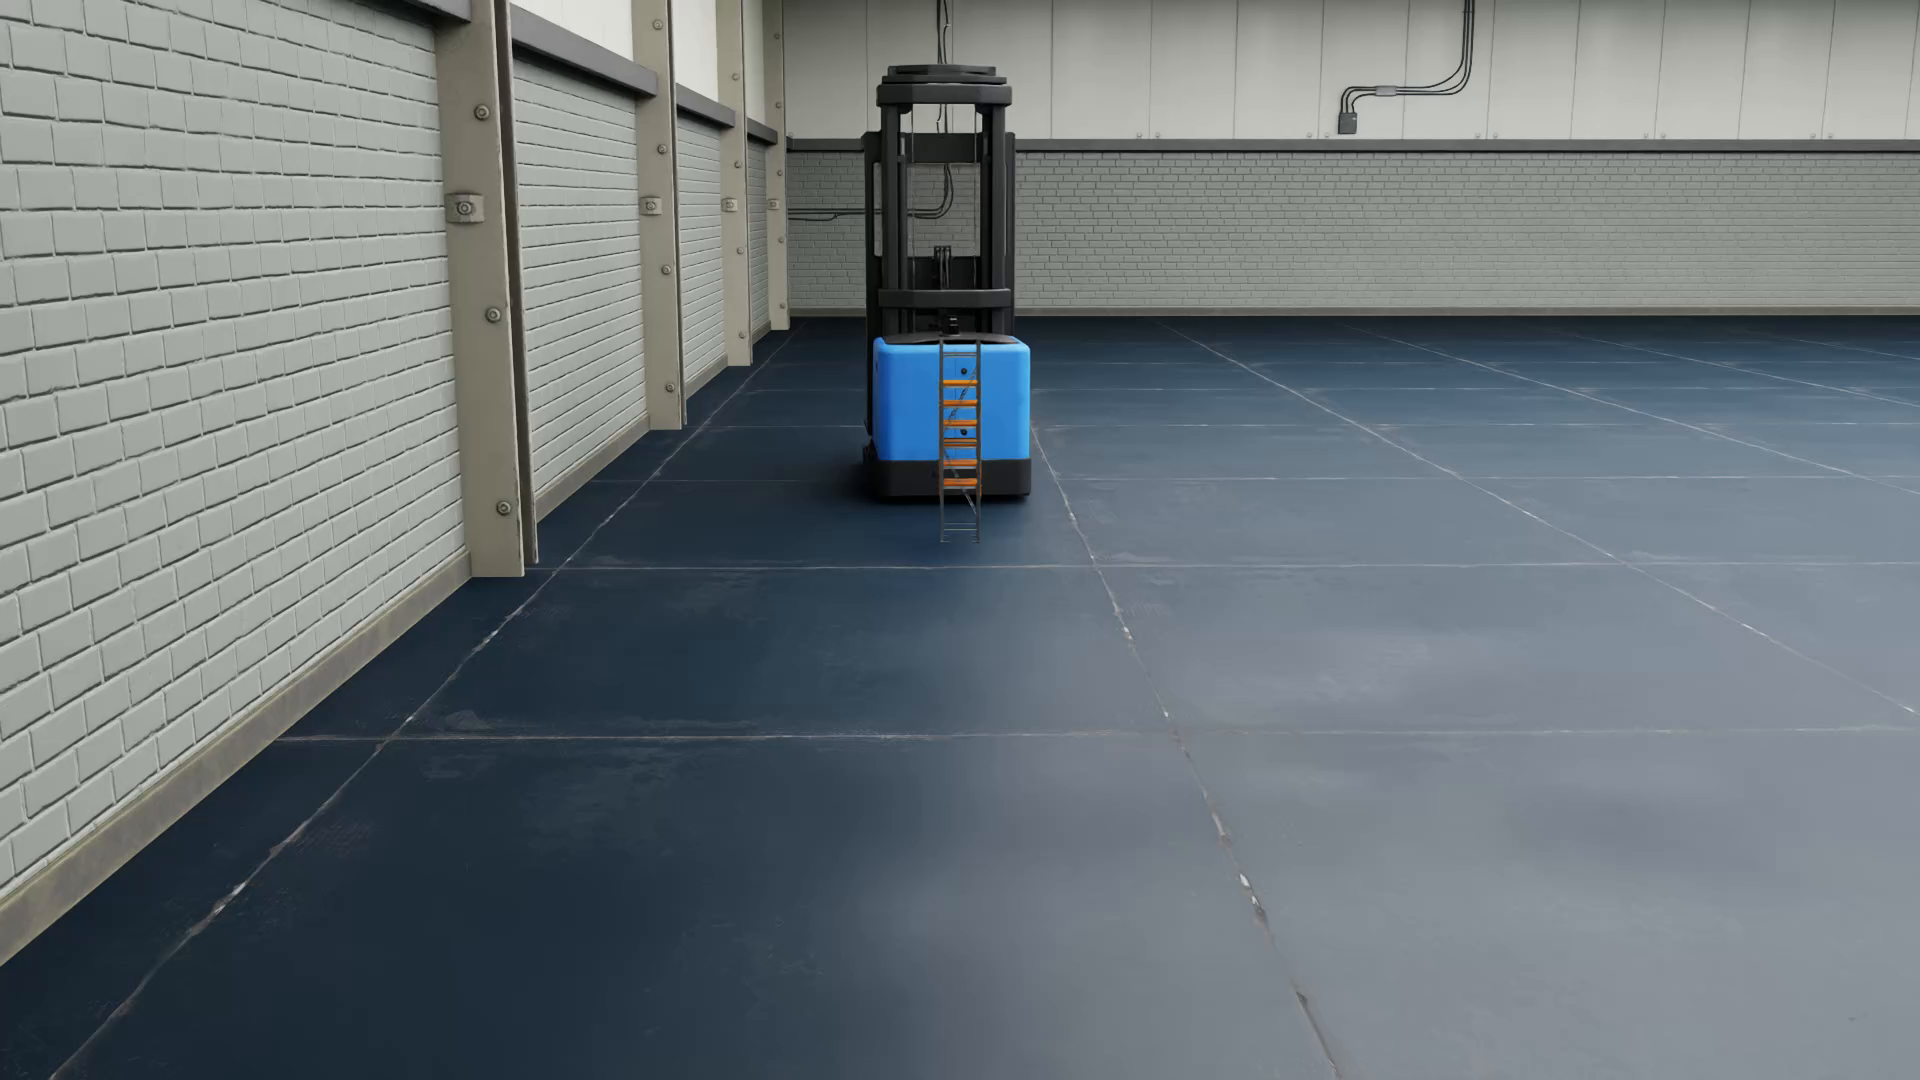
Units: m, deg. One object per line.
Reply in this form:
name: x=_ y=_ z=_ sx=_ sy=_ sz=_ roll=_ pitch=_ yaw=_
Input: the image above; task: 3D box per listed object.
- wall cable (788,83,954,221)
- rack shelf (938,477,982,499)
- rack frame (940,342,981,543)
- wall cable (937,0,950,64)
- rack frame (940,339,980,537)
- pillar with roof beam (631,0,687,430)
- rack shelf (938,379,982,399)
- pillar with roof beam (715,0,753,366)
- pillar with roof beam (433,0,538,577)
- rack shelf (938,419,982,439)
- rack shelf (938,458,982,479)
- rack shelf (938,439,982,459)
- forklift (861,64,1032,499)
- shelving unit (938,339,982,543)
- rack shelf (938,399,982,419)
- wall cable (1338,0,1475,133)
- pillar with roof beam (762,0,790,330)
wall cable: x=-1.658 y=-6.895 z=29.225 sx=3.097 sy=2.526 sz=0.112 roll=0 pitch=11 yaw=-1
rack shelf: x=0.000 y=-0.312 z=10.011 sx=0.258 sy=0.103 sz=0.180 roll=0 pitch=11 yaw=-1
rack frame: x=0.002 y=-0.573 z=9.864 sx=0.240 sy=1.200 sz=0.006 roll=0 pitch=11 yaw=-1
wall cable: x=1.047 y=-9.382 z=28.777 sx=3.097 sy=2.526 sz=0.112 roll=0 pitch=11 yaw=-1
rack frame: x=-0.002 y=-0.609 z=10.044 sx=0.240 sy=1.200 sz=0.006 roll=0 pitch=11 yaw=-1
pillar with roof beam: x=1.633 y=-5.459 z=14.332 sx=9.100 sy=9.000 sz=0.400 roll=0 pitch=11 yaw=-1
rack shelf: x=0.000 y=-0.900 z=9.891 sx=0.258 sy=0.103 sz=0.180 roll=0 pitch=11 yaw=-1
pillar with roof beam: x=1.509 y=-6.651 z=20.211 sx=9.100 sy=9.000 sz=0.400 roll=0 pitch=11 yaw=-1
pillar with roof beam: x=1.757 y=-4.266 z=8.453 sx=9.100 sy=9.000 sz=0.400 roll=0 pitch=11 yaw=-1
rack shelf: x=0.000 y=-0.665 z=9.939 sx=0.258 sy=0.103 sz=0.180 roll=0 pitch=11 yaw=-1
rack shelf: x=0.000 y=-0.430 z=9.987 sx=0.258 sy=0.103 sz=0.180 roll=0 pitch=11 yaw=-1
rack shelf: x=0.000 y=-0.547 z=9.963 sx=0.258 sy=0.103 sz=0.180 roll=0 pitch=11 yaw=-1
forklift: x=-0.168 y=-1.965 z=12.373 sx=1.130 sy=2.935 sz=3.031 roll=-1 pitch=12 yaw=-5
shelving unit: x=0.000 y=-0.591 z=9.954 sx=0.258 sy=1.200 sz=0.189 roll=0 pitch=11 yaw=-1
rack shelf: x=0.000 y=-0.783 z=9.915 sx=0.258 sy=0.103 sz=0.180 roll=0 pitch=11 yaw=-1
wall cable: x=7.834 y=-10.120 z=28.755 sx=2.305 sy=6.003 sz=0.169 roll=0 pitch=11 yaw=-1
pillar with roof beam: x=1.385 y=-7.844 z=26.090 sx=9.100 sy=9.000 sz=0.400 roll=0 pitch=11 yaw=-1
